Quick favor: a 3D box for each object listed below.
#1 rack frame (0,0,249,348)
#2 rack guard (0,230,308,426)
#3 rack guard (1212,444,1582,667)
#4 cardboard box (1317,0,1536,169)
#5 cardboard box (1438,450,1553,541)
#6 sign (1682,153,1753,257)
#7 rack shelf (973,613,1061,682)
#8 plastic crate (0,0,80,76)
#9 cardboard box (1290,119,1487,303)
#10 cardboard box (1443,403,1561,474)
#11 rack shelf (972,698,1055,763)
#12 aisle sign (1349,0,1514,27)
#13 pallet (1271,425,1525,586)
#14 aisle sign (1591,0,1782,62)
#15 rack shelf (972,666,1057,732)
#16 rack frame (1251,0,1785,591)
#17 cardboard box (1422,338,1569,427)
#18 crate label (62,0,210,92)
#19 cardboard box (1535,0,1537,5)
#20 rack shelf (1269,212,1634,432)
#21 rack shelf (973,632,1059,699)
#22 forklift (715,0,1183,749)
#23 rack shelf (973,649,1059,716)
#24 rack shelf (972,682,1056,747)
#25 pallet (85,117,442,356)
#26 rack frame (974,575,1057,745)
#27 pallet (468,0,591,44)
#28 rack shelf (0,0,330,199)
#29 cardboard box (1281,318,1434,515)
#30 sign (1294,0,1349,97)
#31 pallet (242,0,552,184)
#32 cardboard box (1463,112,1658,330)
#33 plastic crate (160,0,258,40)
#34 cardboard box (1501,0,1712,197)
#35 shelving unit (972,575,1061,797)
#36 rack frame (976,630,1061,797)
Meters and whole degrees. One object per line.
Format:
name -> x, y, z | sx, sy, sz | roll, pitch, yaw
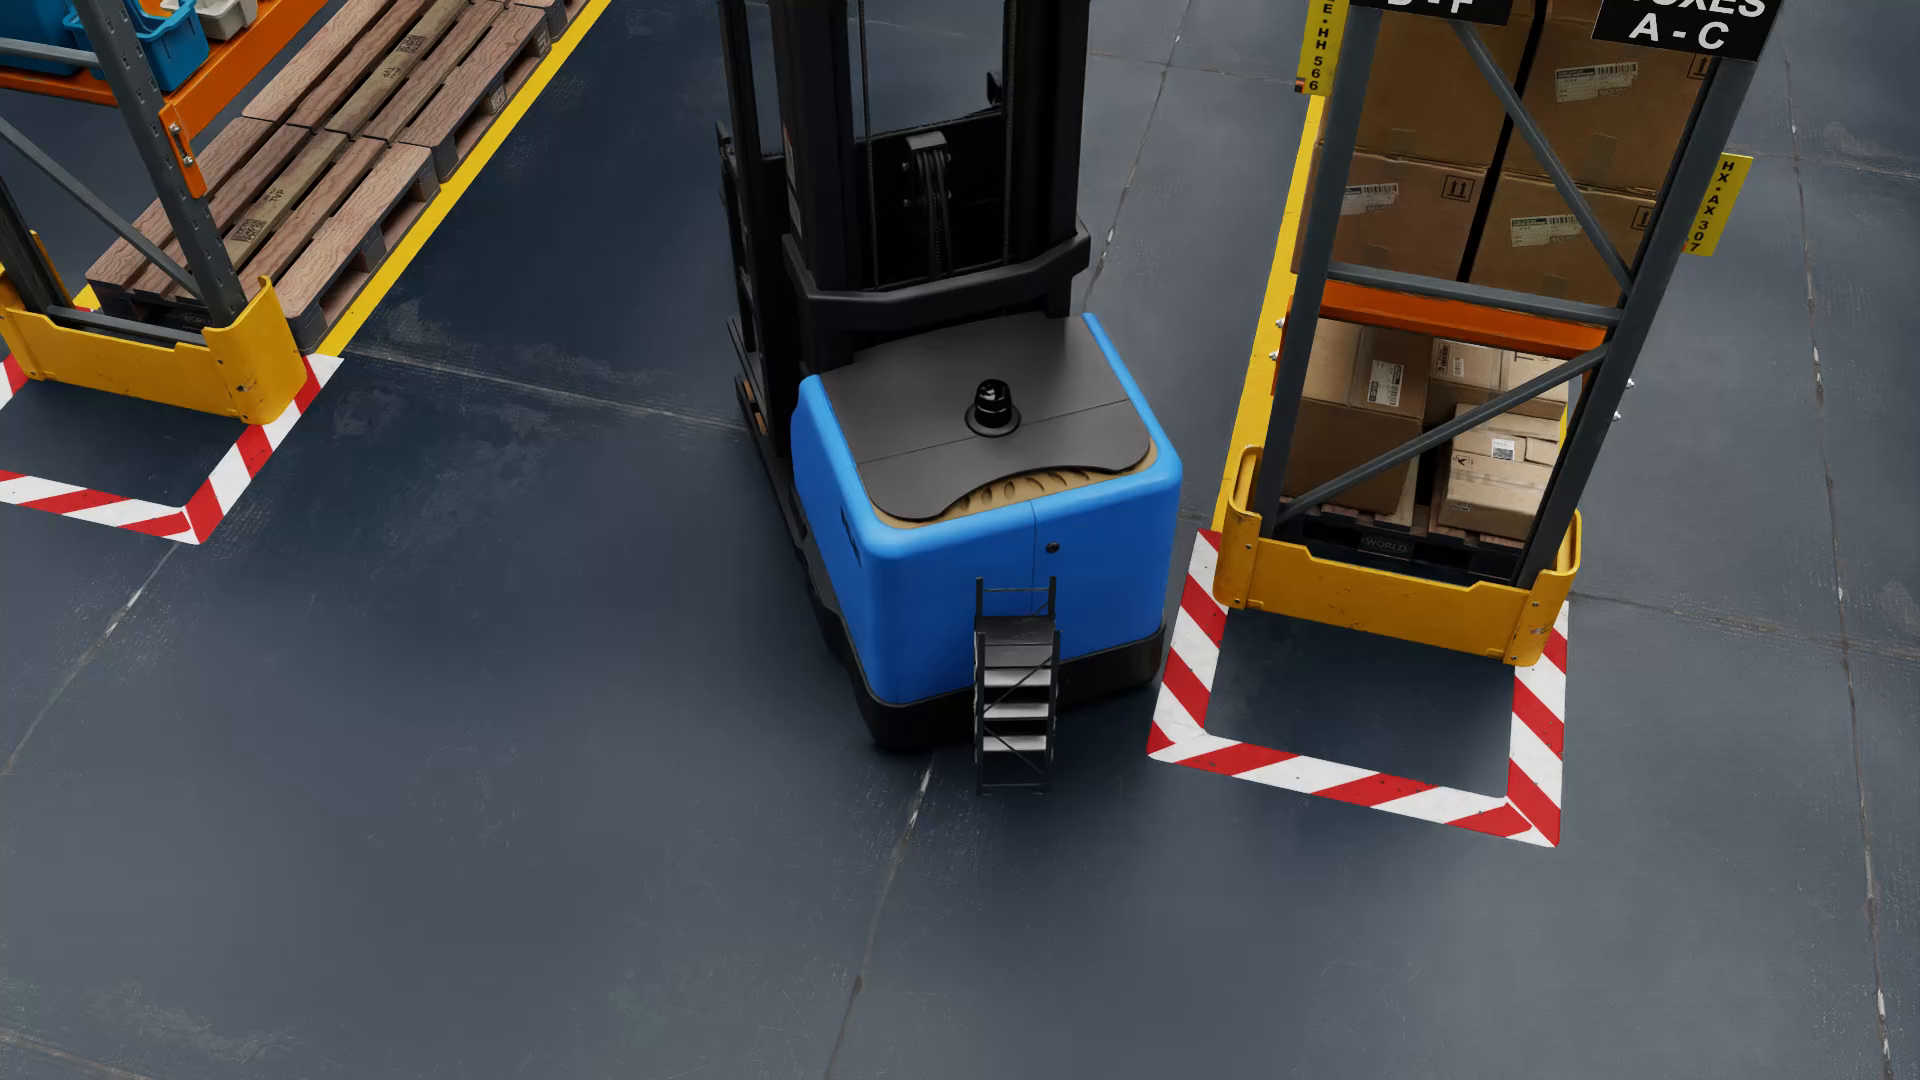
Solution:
rack frame -> -3.281, -1.699, 5.749 | 1.000, 3.000, 0.127 | 12, 50, 10
rack guard -> -3.275, -0.852, 6.668 | 1.175, 0.500, 0.348 | 12, 50, 10
rack guard -> 1.517, 0.054, 5.869 | 1.175, 0.500, 0.348 | 12, 50, 10
cardboard box -> 1.349, -1.459, 4.803 | 0.500, 0.500, 0.500 | 11, 50, 10
cardboard box -> 1.939, -0.156, 5.995 | 0.380, 0.149, 0.250 | 12, 50, 10
sign -> 2.020, -0.898, 4.465 | 0.100, 0.325, 0.005 | 12, 50, 10
rack shelf -> 0.171, 0.325, 5.044 | 0.258, 0.077, 0.200 | -1, 50, -1
plastic crate -> -3.373, -2.009, 5.959 | 0.616, 0.435, 0.499 | 12, 50, 10
cardboard box -> 1.352, -1.129, 5.179 | 0.500, 0.500, 0.500 | 13, 50, 11
cardboard box -> 2.004, -0.342, 6.148 | 0.380, 0.166, 0.250 | 12, 50, 10
rack shelf -> 0.171, 0.614, 5.389 | 0.258, 0.077, 0.200 | -1, 50, -1
aisle sign -> 1.183, -1.590, 3.919 | 0.394, 0.787, 0.004 | 12, 50, 10
pallet -> 1.726, -0.428, 6.487 | 1.003, 0.211, 1.213 | 12, 50, 10
aisle sign -> 1.762, -1.471, 3.814 | 0.394, 0.787, 0.004 | 12, 50, 10
rack shelf -> 0.171, 0.498, 5.251 | 0.258, 0.077, 0.200 | -1, 50, -1
rack frame -> 1.497, -0.719, 4.884 | 1.000, 3.000, 0.127 | 12, 50, 10
cardboard box -> 2.045, -0.653, 6.366 | 0.500, 0.250, 0.500 | 12, 50, 10
crate label -> -2.898, -1.777, 5.889 | 0.416, 0.233, 0.303 | 12, 50, 10
cardboard box -> 1.998, -1.731, 5.044 | 0.500, 0.500, 0.500 | 12, 50, 10
rack shelf -> 2.023, -1.927, 6.430 | 1.077, 0.370, 4.000 | 12, 50, 10
rack shelf -> 0.171, 0.383, 5.113 | 0.258, 0.077, 0.200 | -1, 50, -1
forklift -> -0.257, -1.405, 5.535 | 1.130, 2.935, 3.031 | -14, 50, -12
rack shelf -> 0.171, 0.441, 5.182 | 0.258, 0.077, 0.200 | -1, 50, -1
rack shelf -> 0.171, 0.556, 5.320 | 0.258, 0.077, 0.200 | -1, 50, -1
pallet -> -3.026, -1.365, 7.314 | 1.003, 0.211, 1.213 | 12, 50, 10
rack frame -> 0.169, 0.399, 5.291 | 0.240, 0.900, 0.006 | -1, 50, -1
pallet -> -2.384, -3.130, 8.871 | 1.003, 0.211, 1.213 | 12, 50, 10
rack shelf -> -2.755, -2.907, 7.295 | 1.077, 0.370, 4.000 | 12, 50, 10
cardboard box -> 1.402, -0.479, 6.046 | 0.500, 0.500, 0.500 | 12, 50, 10
sign -> 0.967, -1.330, 4.440 | 0.100, 0.325, 0.005 | 12, 50, 10
pallet -> -2.703, -2.245, 8.090 | 1.003, 0.211, 1.213 | 12, 50, 10
cardboard box -> 1.868, -1.021, 5.083 | 0.500, 0.500, 0.500 | 13, 50, 11
plastic crate -> -2.734, -1.961, 6.116 | 0.250, 0.136, 0.298 | 12, 50, 10
cardboard box -> 1.868, -1.351, 4.709 | 0.500, 0.500, 0.500 | 13, 50, 11
shelving unit -> 0.171, 0.477, 5.225 | 0.258, 0.900, 0.210 | -1, 50, -1
rack frame -> 0.173, 0.555, 5.160 | 0.240, 0.900, 0.006 | -1, 50, -1
